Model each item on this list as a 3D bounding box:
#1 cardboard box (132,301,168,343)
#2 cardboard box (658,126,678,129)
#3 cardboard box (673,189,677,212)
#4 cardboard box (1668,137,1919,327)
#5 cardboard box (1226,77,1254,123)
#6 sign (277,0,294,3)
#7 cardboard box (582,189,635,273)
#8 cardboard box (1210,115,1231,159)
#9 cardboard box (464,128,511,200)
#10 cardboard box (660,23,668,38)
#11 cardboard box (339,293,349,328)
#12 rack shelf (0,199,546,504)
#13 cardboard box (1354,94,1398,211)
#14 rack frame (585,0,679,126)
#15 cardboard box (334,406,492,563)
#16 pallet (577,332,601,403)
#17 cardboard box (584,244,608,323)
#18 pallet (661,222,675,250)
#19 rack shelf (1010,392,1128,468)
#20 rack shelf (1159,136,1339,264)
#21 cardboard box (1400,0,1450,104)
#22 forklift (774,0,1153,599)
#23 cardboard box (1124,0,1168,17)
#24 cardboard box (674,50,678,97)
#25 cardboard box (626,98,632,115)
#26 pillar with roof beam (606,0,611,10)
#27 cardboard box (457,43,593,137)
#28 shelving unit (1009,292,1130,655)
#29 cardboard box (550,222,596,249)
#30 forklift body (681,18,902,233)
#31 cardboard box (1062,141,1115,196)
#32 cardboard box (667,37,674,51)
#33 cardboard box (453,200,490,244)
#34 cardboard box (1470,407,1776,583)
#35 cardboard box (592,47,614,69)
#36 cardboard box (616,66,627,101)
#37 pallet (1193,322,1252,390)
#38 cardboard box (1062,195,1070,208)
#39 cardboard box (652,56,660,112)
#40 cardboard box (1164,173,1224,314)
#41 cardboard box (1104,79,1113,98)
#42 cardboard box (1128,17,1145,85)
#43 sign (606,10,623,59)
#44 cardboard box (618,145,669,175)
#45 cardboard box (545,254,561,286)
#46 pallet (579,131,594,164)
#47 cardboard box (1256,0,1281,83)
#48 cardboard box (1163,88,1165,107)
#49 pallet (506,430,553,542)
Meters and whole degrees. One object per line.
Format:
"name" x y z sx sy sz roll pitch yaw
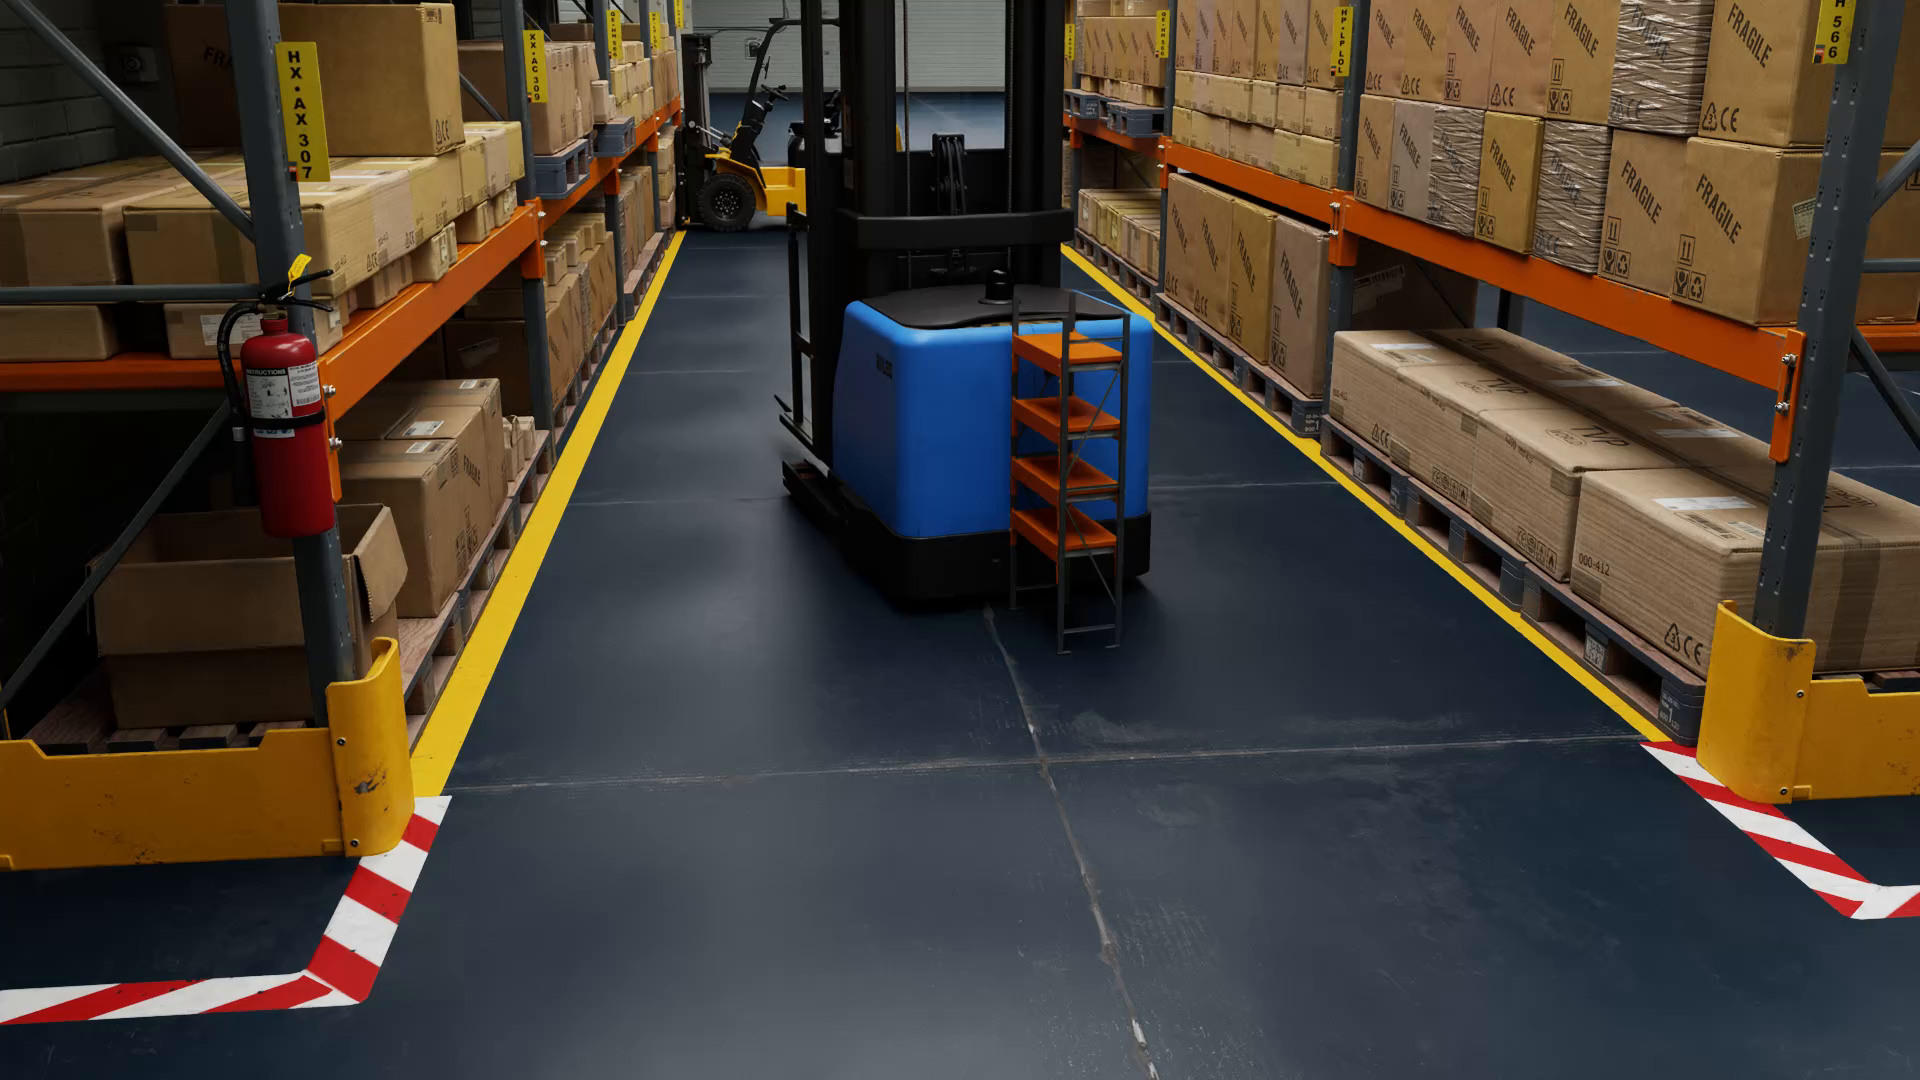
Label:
"cardboard box" -2.383 -0.642 4.632 0.380 0.149 0.250 -1 17 -4
"cardboard box" -3.409 -4.598 19.037 0.500 0.250 0.500 -1 17 -4
"cardboard box" -3.211 -3.515 17.255 0.500 0.250 0.500 -1 17 -5
"cardboard box" 2.507 -0.931 4.969 0.500 0.500 0.500 -2 18 -5
"cardboard box" 1.932 -2.685 10.139 0.500 0.250 0.500 -1 17 -5
"sign" -3.081 -2.319 7.624 0.100 0.325 0.005 -2 18 -6
"cardboard box" -3.068 -2.425 13.157 0.875 0.625 0.625 -1 17 -4
"cardboard box" 1.914 -2.597 10.693 0.500 0.250 0.500 -1 17 -4
"cardboard box" -2.168 -1.563 6.900 0.500 0.250 0.500 -2 18 -5
"cardboard box" -3.289 -5.382 17.567 0.380 0.149 0.250 -1 17 -5
"cardboard box" -1.950 -0.654 4.673 0.380 0.149 0.250 -1 17 -4
"rack shelf" -2.323 -0.846 6.066 1.077 0.370 4.000 -2 18 -6
"cardboard box" 2.195 -1.840 7.862 0.500 0.500 0.500 -1 17 -4
"rack frame" -3.767 -5.360 19.244 1.000 3.000 0.127 -2 18 -6
"cardboard box" -2.090 -0.203 6.288 0.500 0.500 0.500 -1 17 -5
"pallet" -2.780 -1.060 10.202 1.003 0.211 1.213 -2 18 -6
"cardboard box" -2.643 -1.716 11.107 0.500 0.500 0.500 -2 18 -6
"pallet" -3.395 -3.077 16.624 1.003 0.211 1.213 -2 18 -6
"rack shelf" 0.380 -0.397 5.915 0.258 0.148 0.480 -6 18 -17
"rack shelf" 2.201 -2.192 10.354 1.077 0.370 4.000 -2 18 -6
"cardboard box" 2.261 -2.164 7.227 0.500 0.500 0.500 -2 18 -6
"forklift" -0.198 -1.578 7.309 1.130 2.935 3.031 -6 18 -17
"cardboard box" 1.545 -4.310 13.449 0.380 0.149 0.250 -3 18 -8
"cardboard box" -3.455 -5.270 18.788 0.500 0.500 0.500 -2 18 -7
"cardboard box" -2.852 -3.348 13.085 0.500 0.250 0.500 -2 18 -7
"pillar with roof beam" -0.929 -9.908 23.713 9.100 9.000 0.400 -2 18 -6
"cardboard box" -2.491 -2.572 9.495 0.700 0.500 0.500 -2 18 -6
"shelving unit" 0.380 -0.247 5.962 0.258 1.200 0.503 -6 18 -17
"cardboard box" -2.597 -1.995 10.912 0.380 0.149 0.250 -2 18 -7
"forklift body" -1.757 -4.447 17.751 2.313 2.155 1.214 -2 18 -6
"cardboard box" 1.254 -3.737 16.711 0.500 0.500 0.500 -2 18 -6
"cardboard box" -3.397 -5.548 18.591 0.380 0.149 0.250 -1 17 -5
"cardboard box" -2.092 -1.270 6.635 0.380 0.149 0.250 -2 18 -6
"cardboard box" 2.550 -0.192 6.357 0.875 0.438 0.875 -1 17 -4
"cardboard box" -2.682 -3.438 11.871 0.380 0.149 0.250 -1 17 -4
"cardboard box" -2.795 -3.433 12.520 0.500 0.250 0.500 -1 17 -4
"pallet" 2.124 -1.201 10.651 1.003 0.211 1.213 -2 18 -6
"cardboard box" 1.254 -3.380 16.823 0.500 0.250 0.500 -1 17 -3
"cardboard box" -3.141 -4.357 15.880 0.500 0.500 0.500 -2 18 -7
"cardboard box" 1.983 -2.110 11.735 0.875 0.875 0.875 -2 18 -6
"cardboard box" 1.432 -3.840 14.119 0.380 0.149 0.250 -1 17 -4
"cardboard box" 1.607 -3.802 12.915 0.500 0.500 0.500 -2 18 -7
"sign" -2.403 -3.511 11.553 0.100 0.325 0.005 -2 18 -6
"cardboard box" -3.092 -3.688 16.137 0.500 0.250 0.500 -2 18 -6
"cardboard box" -2.476 -1.531 9.434 0.380 0.149 0.250 -2 18 -6
"pallet" -2.737 -2.306 9.835 1.003 0.211 1.213 -2 18 -6
"cardboard box" 2.018 -2.895 9.556 0.500 0.500 0.500 -1 17 -4
"cardboard box" 1.727 -3.302 12.406 0.380 0.149 0.250 -1 17 -4
"pallet" -2.460 -0.250 7.622 1.003 0.211 1.213 -2 18 -6
